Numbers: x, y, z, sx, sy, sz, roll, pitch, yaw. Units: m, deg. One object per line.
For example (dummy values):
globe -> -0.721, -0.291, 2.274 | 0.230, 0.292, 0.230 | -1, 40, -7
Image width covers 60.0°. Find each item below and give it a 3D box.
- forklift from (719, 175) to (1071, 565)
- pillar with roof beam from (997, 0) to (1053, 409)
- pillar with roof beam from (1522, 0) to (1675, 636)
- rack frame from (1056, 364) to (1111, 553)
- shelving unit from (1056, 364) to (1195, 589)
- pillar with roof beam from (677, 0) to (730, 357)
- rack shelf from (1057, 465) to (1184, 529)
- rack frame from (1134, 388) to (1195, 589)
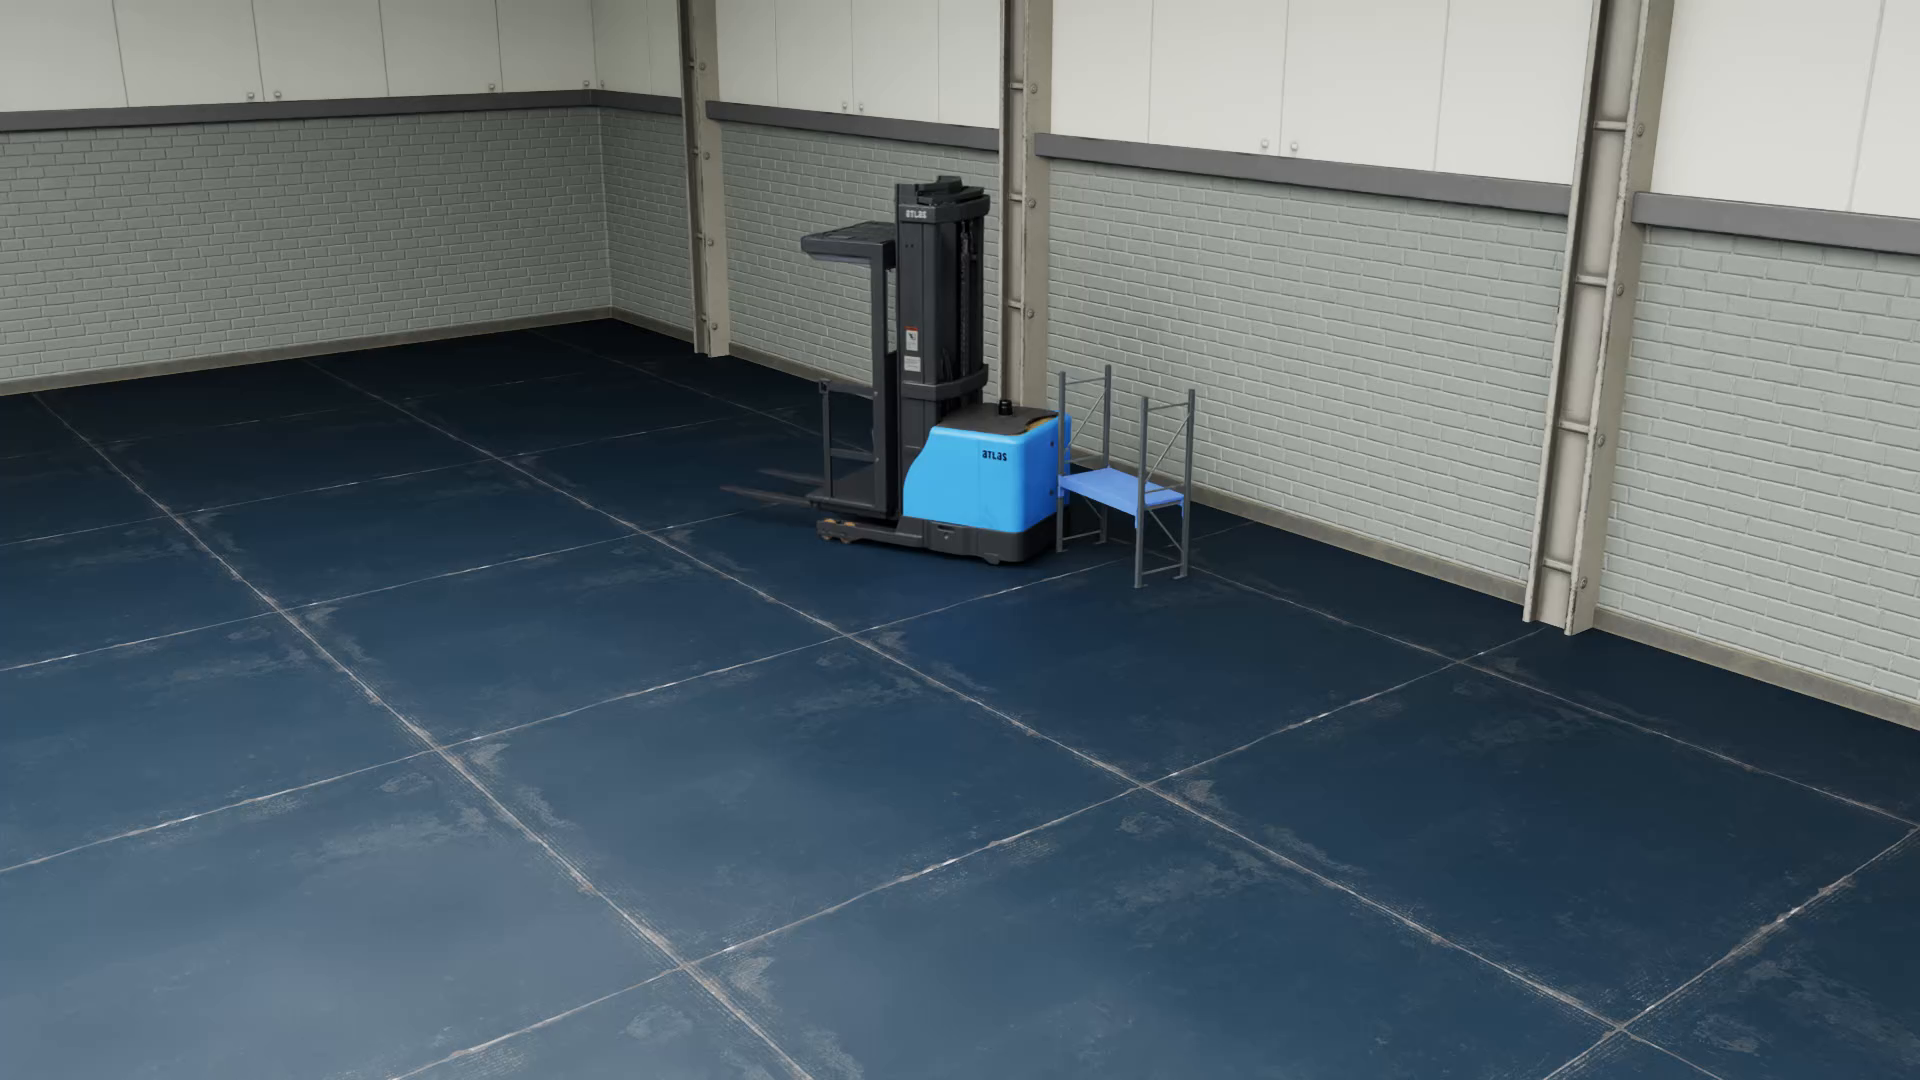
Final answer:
forklift -> -0.620, -1.506, 13.746 | 3.031, 2.935, 1.130 | 10, 21, 27
pillar with roof beam -> -2.767, -4.308, 12.557 | 9.100, 9.000, 0.400 | -14, 23, -36
pillar with roof beam -> 0.958, -2.829, 8.092 | 9.100, 9.000, 0.400 | -14, 23, -36
rack frame -> 0.998, -0.653, 13.449 | 0.500, 1.500, 0.032 | -12, 22, -31
shelving unit -> 1.277, -0.520, 13.046 | 0.538, 1.500, 1.048 | -12, 22, -31
pillar with roof beam -> -6.493, -5.786, 17.022 | 9.100, 9.000, 0.400 | -14, 23, -36
rack shelf -> 1.277, -0.349, 13.102 | 0.538, 0.185, 1.000 | -12, 22, -31
rack frame -> 1.557, -0.386, 12.642 | 0.500, 1.500, 0.032 | -12, 22, -31
